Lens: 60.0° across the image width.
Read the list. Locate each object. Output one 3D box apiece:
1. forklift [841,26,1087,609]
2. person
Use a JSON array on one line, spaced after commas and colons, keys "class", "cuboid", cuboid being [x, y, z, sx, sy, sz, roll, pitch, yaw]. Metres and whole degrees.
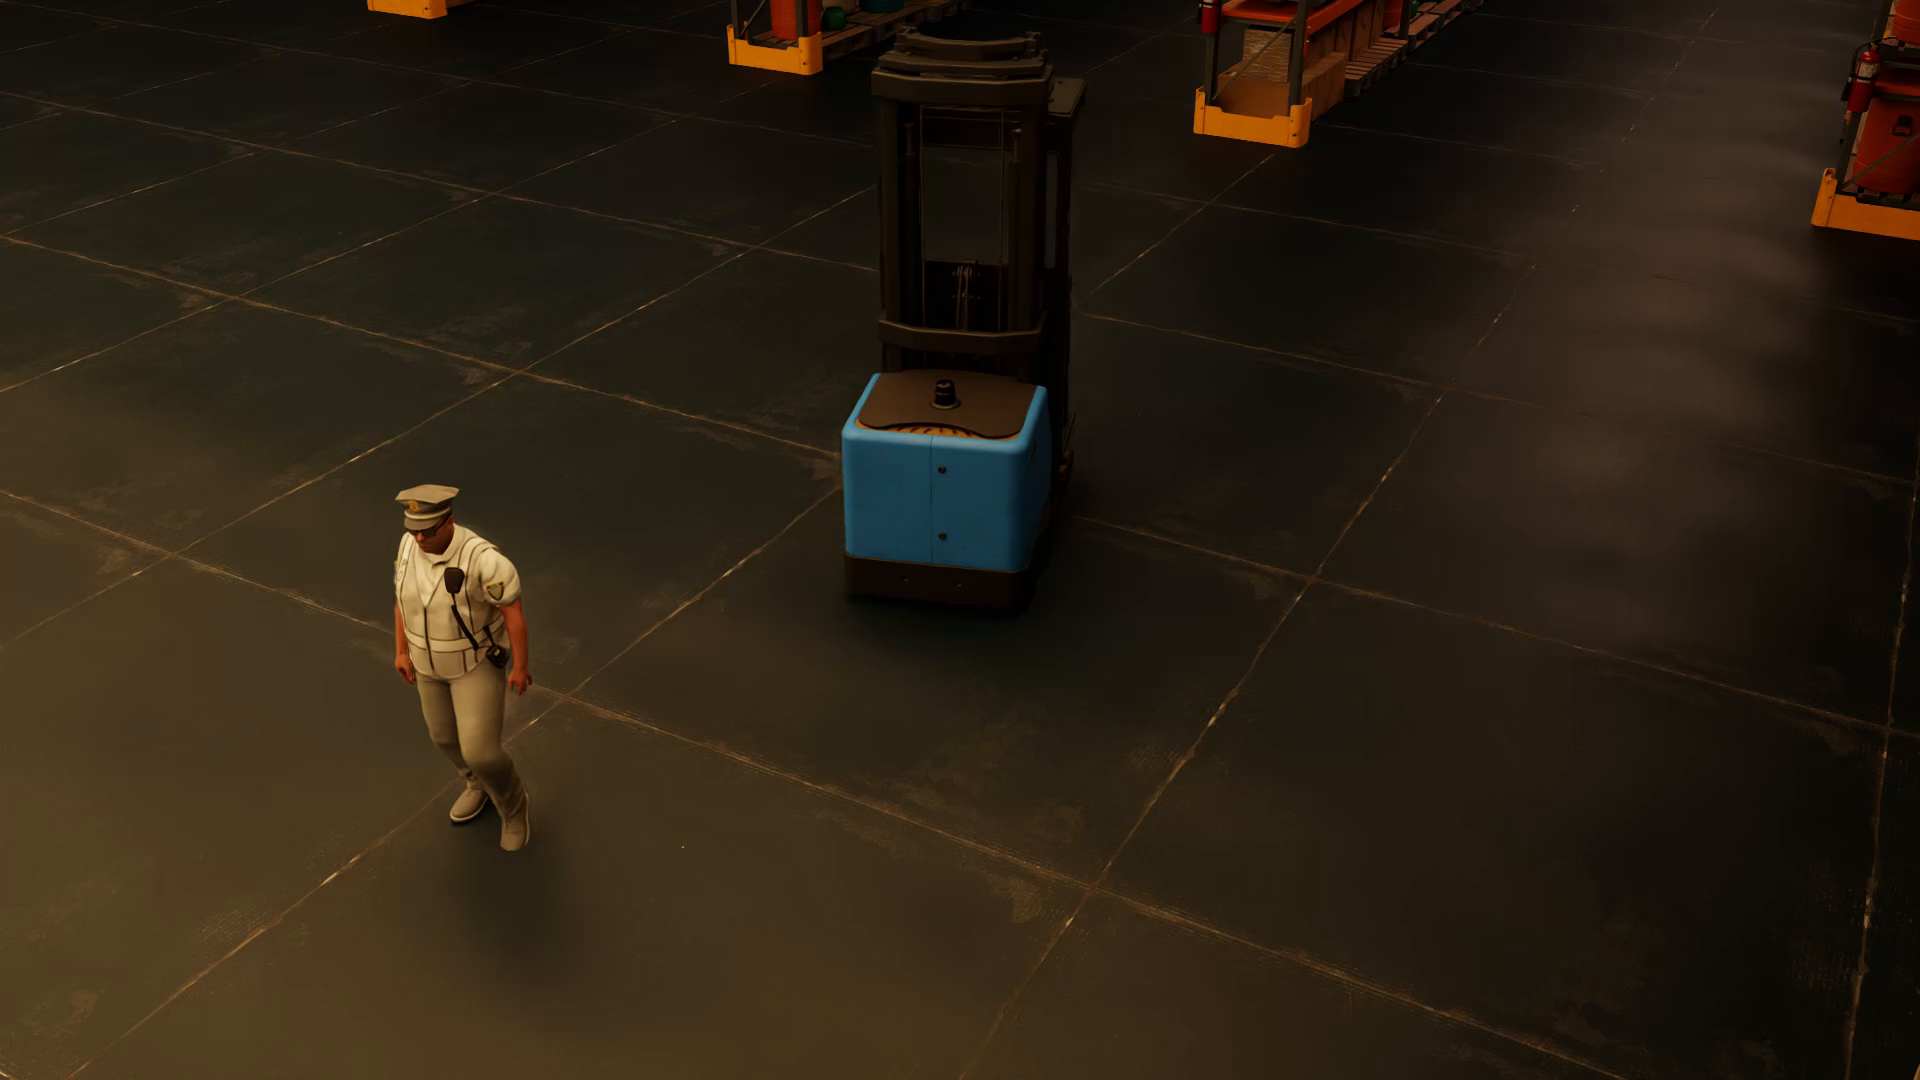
[{"class": "forklift", "cuboid": [0.122, -1.606, 9.853, 1.130, 2.935, 3.031, 5, 30, 9]}, {"class": "person", "cuboid": [-2.225, 0.570, 7.339, 0.641, 1.795, 0.494, 9, 31, 16]}]
